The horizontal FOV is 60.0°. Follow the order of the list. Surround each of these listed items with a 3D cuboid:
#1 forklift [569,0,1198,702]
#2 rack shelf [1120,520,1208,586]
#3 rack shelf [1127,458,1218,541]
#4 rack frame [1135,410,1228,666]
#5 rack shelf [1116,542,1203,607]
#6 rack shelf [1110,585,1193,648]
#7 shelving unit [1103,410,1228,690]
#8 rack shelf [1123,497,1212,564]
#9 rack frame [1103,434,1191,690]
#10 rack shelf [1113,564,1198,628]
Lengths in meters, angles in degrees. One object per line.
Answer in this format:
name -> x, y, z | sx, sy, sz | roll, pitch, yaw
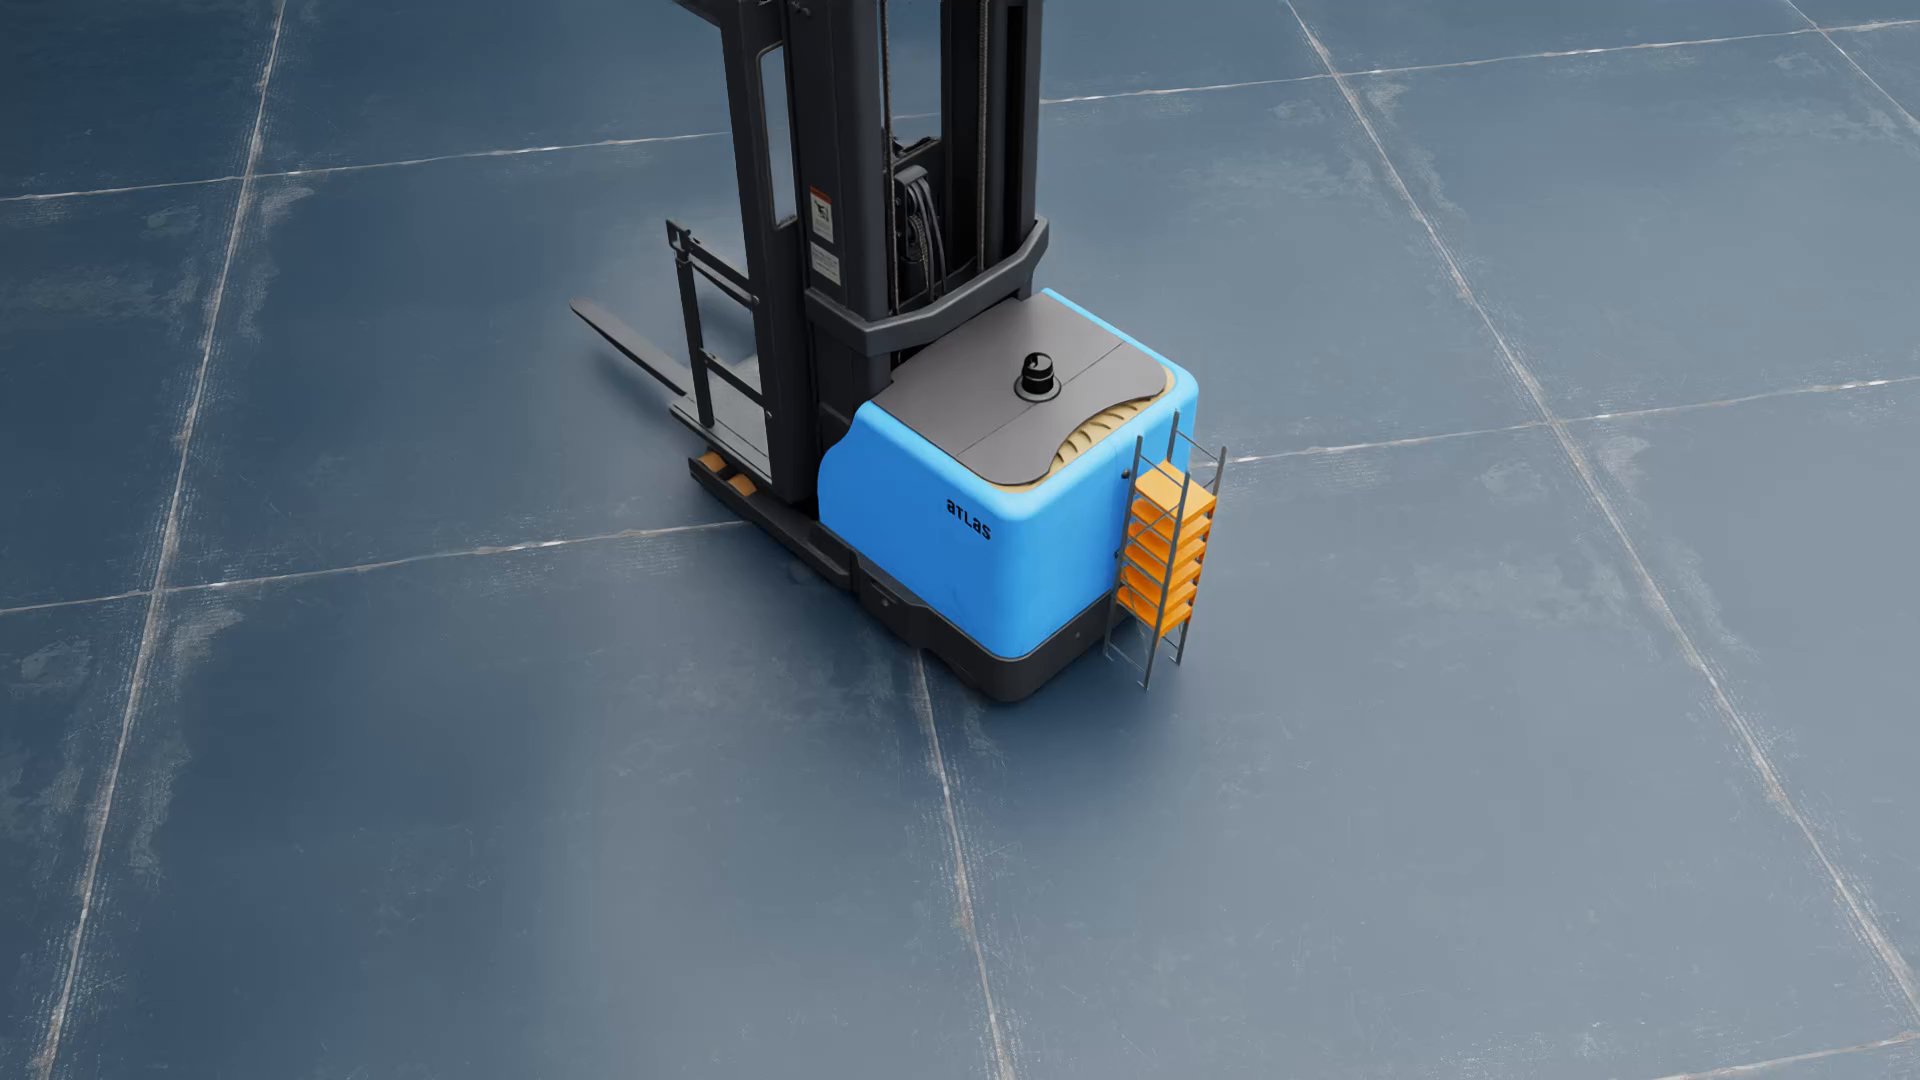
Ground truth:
forklift -> -0.512, -1.366, 6.224 | 1.130, 2.935, 3.031 | -36, 56, -29
rack shelf -> 0.731, 0.016, 5.980 | 0.180, 0.103, 0.258 | -33, 58, -28
rack shelf -> 0.739, -0.143, 5.801 | 0.180, 0.103, 0.258 | -33, 58, -28
rack frame -> 0.796, 0.022, 6.079 | 0.006, 1.200, 0.240 | -33, 58, -28
rack shelf -> 0.726, 0.096, 6.070 | 0.180, 0.103, 0.258 | -33, 58, -28
rack shelf -> 0.718, 0.255, 6.249 | 0.180, 0.103, 0.258 | -33, 58, -28
shelving unit -> 0.728, 0.066, 6.037 | 0.189, 1.200, 0.258 | -33, 58, -28
rack shelf -> 0.735, -0.063, 5.891 | 0.180, 0.103, 0.258 | -33, 58, -28
rack frame -> 0.660, 0.111, 5.994 | 0.006, 1.200, 0.240 | -33, 58, -28
rack shelf -> 0.722, 0.176, 6.159 | 0.180, 0.103, 0.258 | -33, 58, -28
